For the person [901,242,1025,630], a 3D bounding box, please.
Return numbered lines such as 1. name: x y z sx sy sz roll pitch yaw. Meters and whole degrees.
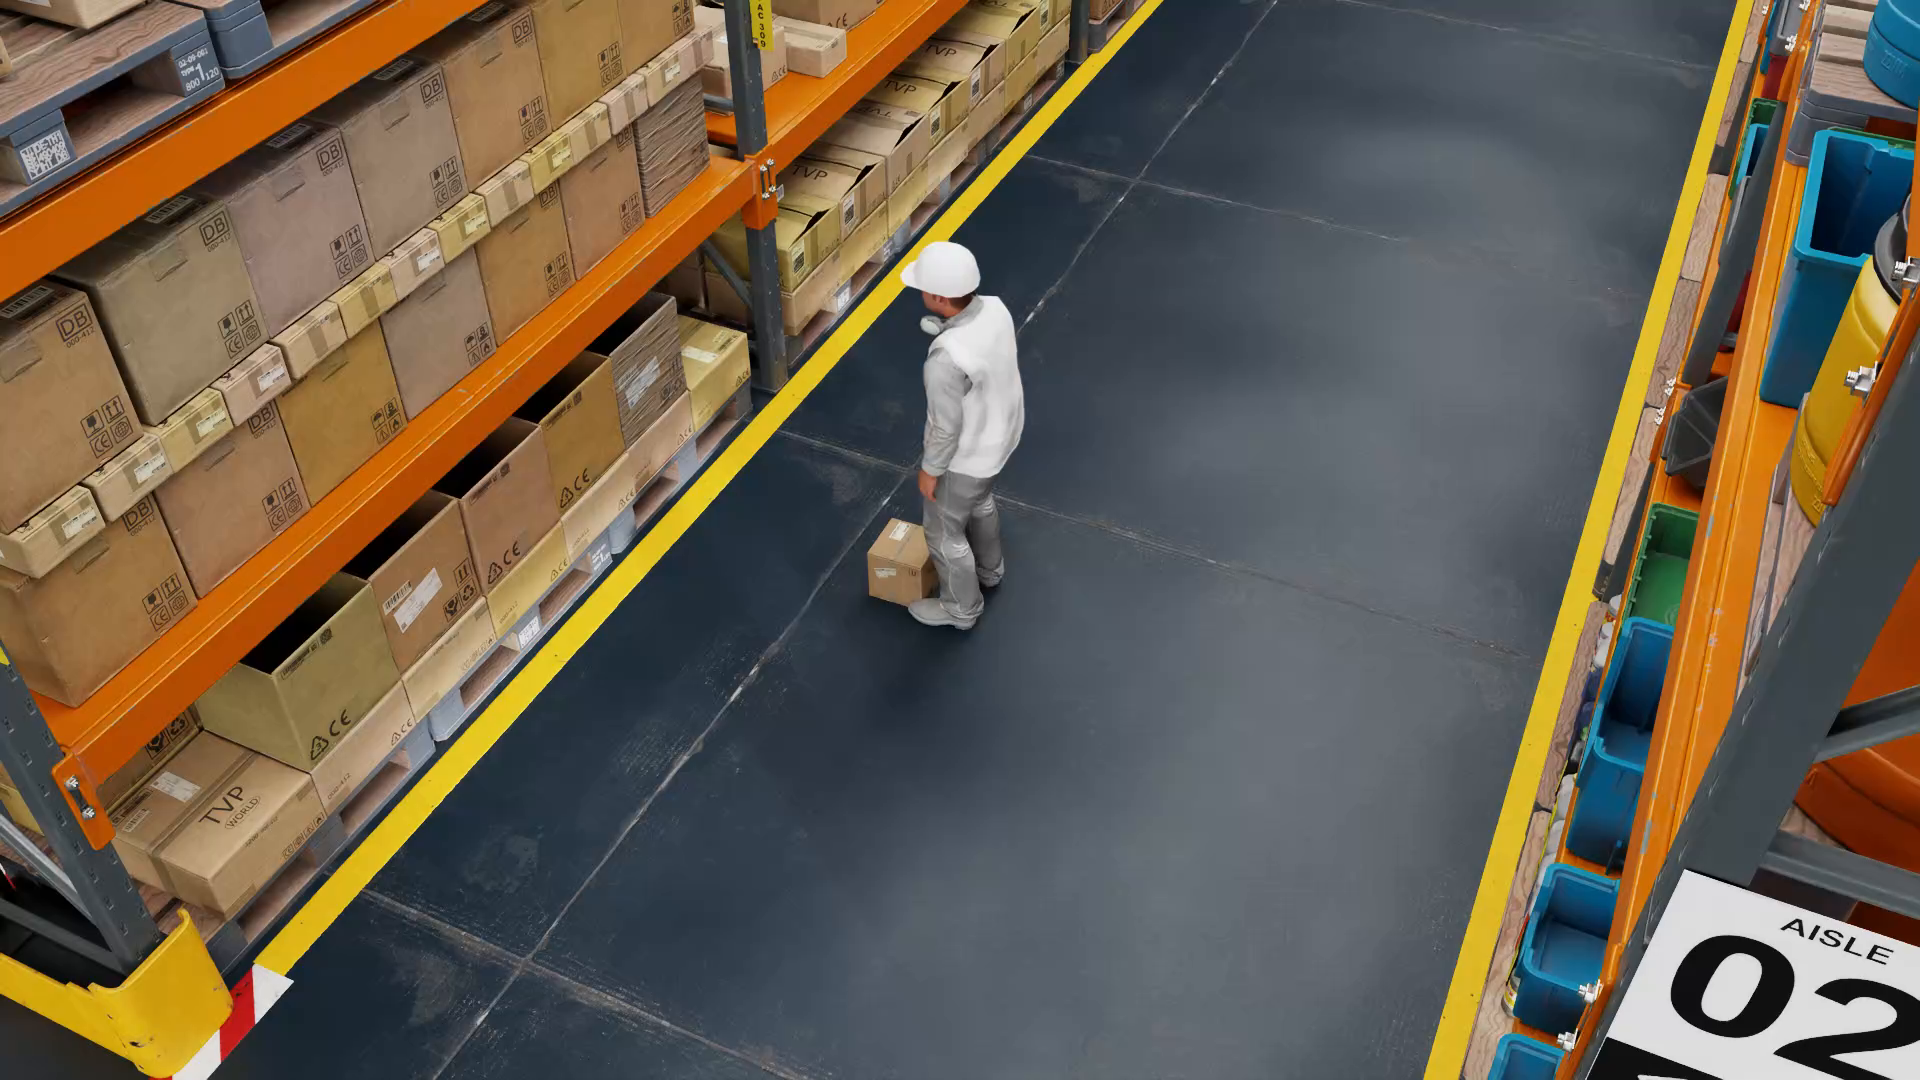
1. person: 0.012 -0.399 6.589 0.462 1.768 0.580 18 45 19
